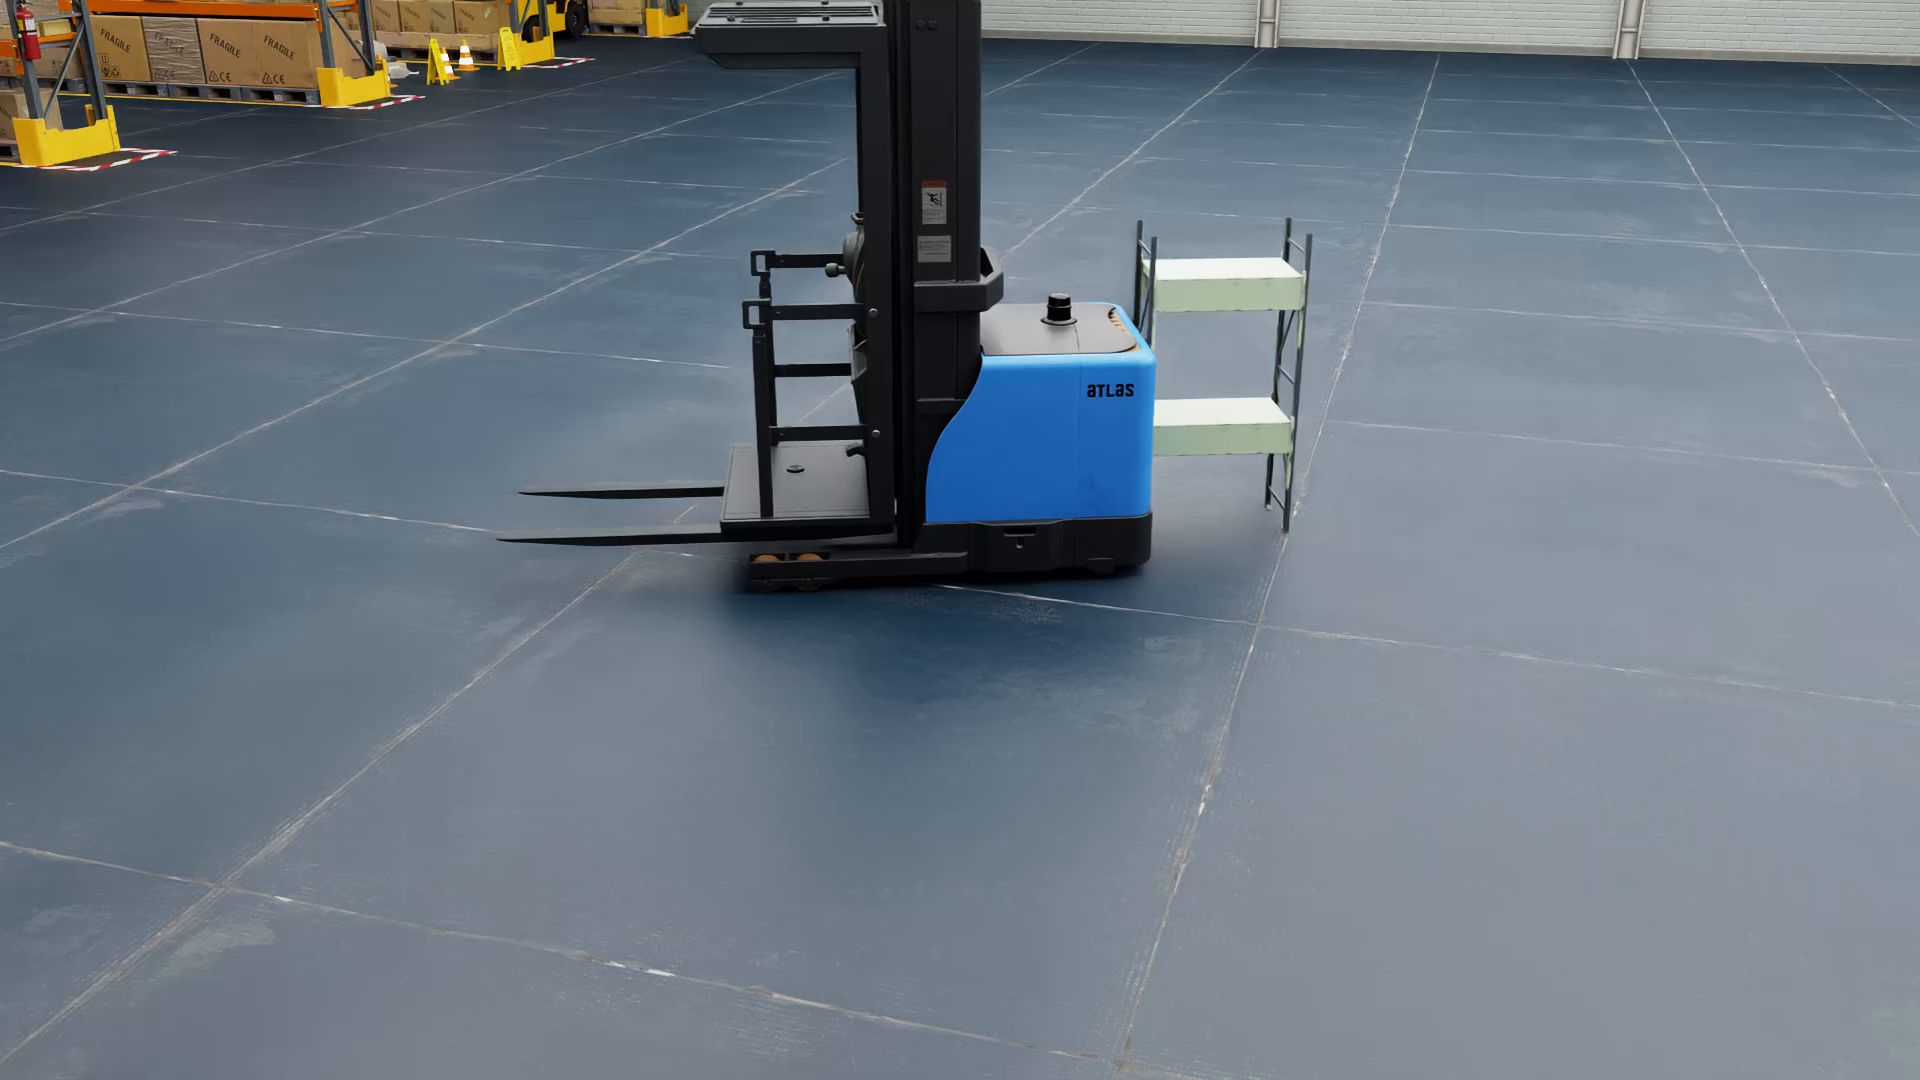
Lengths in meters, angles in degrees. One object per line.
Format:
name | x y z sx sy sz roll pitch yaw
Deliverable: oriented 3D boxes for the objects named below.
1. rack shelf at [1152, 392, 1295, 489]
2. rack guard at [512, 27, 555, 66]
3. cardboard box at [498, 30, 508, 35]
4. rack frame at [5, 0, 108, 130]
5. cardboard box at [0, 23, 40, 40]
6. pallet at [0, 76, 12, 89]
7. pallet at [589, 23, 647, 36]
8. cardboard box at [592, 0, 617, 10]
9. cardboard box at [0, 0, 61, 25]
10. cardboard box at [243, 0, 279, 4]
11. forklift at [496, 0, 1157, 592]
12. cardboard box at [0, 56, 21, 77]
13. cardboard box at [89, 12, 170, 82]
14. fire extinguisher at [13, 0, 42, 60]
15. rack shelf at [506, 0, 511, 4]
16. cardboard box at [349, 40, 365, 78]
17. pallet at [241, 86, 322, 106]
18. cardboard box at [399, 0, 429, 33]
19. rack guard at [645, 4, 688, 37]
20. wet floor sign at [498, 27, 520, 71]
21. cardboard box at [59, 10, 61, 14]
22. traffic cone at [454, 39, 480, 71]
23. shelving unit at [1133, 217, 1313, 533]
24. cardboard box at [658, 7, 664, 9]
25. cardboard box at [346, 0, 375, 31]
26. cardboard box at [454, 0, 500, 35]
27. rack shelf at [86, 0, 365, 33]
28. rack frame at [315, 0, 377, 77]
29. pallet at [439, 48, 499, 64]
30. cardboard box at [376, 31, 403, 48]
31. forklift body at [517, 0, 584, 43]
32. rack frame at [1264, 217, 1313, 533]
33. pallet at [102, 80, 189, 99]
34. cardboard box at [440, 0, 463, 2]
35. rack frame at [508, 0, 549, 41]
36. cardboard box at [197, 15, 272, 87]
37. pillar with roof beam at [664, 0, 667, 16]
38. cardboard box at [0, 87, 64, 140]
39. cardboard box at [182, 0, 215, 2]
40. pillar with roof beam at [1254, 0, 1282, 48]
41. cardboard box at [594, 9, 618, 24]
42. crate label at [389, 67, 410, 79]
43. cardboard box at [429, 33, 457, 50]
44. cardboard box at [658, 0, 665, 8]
rack shelf | 1.246 -0.490 8.287 0.720 0.370 0.431 -2 22 -4
rack guard | -7.123 -8.138 27.390 0.348 0.500 1.175 7 23 16
cardboard box | -7.742 -8.397 27.798 0.500 0.250 0.500 6 23 15
rack frame | -9.913 -5.686 18.117 0.127 3.000 1.000 7 23 16
cardboard box | -10.245 -5.526 18.058 0.250 0.149 0.380 7 23 16
pallet | -14.145 -6.815 24.546 1.213 0.211 1.003 7 23 16
pallet | -6.364 -9.869 31.989 1.213 0.211 1.003 7 23 16
cardboard box | -6.653 -10.242 31.637 0.500 0.250 0.500 6 23 15
cardboard box | -10.431 -5.940 18.213 0.500 0.500 0.875 7 23 16
cardboard box | -9.284 -7.623 22.642 0.550 0.550 0.875 7 23 16
forklift | -0.649 -1.326 7.581 3.031 2.935 1.130 -2 22 -4
cardboard box | -13.755 -7.211 24.247 0.750 0.750 1.050 7 23 15
cardboard box | -11.631 -7.032 23.646 0.875 0.875 0.875 7 23 16
fire extinguisher | -9.936 -5.470 17.693 0.183 0.674 0.296 7 23 16
rack shelf | -8.965 -9.173 27.566 4.000 0.370 1.077 7 23 16
cardboard box | -9.463 -7.404 25.596 0.637 0.503 0.797 -9 24 -21
pallet | -9.171 -6.246 23.157 1.213 0.211 1.003 7 23 15
cardboard box | -8.874 -8.662 27.456 0.500 0.500 0.500 6 23 14
rack guard | -5.597 -9.931 31.761 0.348 0.500 1.175 7 23 16
wet floor sign | -7.177 -7.787 26.344 0.232 0.644 0.267 16 27 34
cardboard box | -16.199 -9.580 29.857 0.875 0.875 0.875 7 23 16
traffic cone | -7.834 -7.691 26.349 0.334 0.463 0.336 7 23 16
shelving unit | 1.247 -0.792 8.163 0.755 1.500 0.431 -2 22 -4
cardboard box | -6.033 -10.137 32.039 0.500 0.250 0.500 7 23 16
cardboard box | -9.877 -8.777 27.735 0.500 0.500 0.500 8 23 18
cardboard box | -7.892 -8.548 27.178 0.500 0.500 0.500 7 23 16
rack shelf | -10.298 -7.363 23.155 4.000 0.370 1.077 7 23 16
rack frame | -8.383 -7.477 22.484 0.127 3.000 1.000 7 23 16
pallet | -7.890 -8.106 27.693 1.213 0.211 1.003 7 23 16
cardboard box | -9.370 -8.372 27.737 0.500 0.250 0.500 6 23 15
forklift body | -7.962 -10.242 30.345 1.214 2.155 2.313 7 23 16
rack frame | 1.611 -0.803 8.191 0.023 1.500 0.400 -2 22 -4
pallet | -11.507 -6.513 23.809 1.213 0.211 1.003 7 23 15
cardboard box | -8.263 -8.864 27.094 0.250 0.149 0.380 7 23 17
rack frame | -7.050 -9.286 26.895 0.127 3.000 1.000 7 23 16
cardboard box | -9.894 -6.834 23.163 0.875 0.875 0.875 6 23 15
pillar with roof beam | -7.269 -12.705 27.326 0.400 9.000 9.100 7 23 16
cardboard box | -10.505 -4.798 18.694 0.500 0.500 0.500 11 25 25
cardboard box | -10.303 -7.773 23.008 0.500 0.550 0.875 7 23 16
pillar with roof beam | 4.219 -11.390 24.119 0.400 9.000 9.100 7 23 16
cardboard box | -6.634 -10.007 31.722 0.500 0.250 0.500 7 23 15
crate label | -8.600 -7.163 25.492 0.298 0.136 0.250 -5 23 -12
cardboard box | -8.395 -8.259 27.461 0.500 0.250 0.500 7 23 16
cardboard box | -6.010 -10.370 31.950 0.500 0.250 0.500 7 23 16
